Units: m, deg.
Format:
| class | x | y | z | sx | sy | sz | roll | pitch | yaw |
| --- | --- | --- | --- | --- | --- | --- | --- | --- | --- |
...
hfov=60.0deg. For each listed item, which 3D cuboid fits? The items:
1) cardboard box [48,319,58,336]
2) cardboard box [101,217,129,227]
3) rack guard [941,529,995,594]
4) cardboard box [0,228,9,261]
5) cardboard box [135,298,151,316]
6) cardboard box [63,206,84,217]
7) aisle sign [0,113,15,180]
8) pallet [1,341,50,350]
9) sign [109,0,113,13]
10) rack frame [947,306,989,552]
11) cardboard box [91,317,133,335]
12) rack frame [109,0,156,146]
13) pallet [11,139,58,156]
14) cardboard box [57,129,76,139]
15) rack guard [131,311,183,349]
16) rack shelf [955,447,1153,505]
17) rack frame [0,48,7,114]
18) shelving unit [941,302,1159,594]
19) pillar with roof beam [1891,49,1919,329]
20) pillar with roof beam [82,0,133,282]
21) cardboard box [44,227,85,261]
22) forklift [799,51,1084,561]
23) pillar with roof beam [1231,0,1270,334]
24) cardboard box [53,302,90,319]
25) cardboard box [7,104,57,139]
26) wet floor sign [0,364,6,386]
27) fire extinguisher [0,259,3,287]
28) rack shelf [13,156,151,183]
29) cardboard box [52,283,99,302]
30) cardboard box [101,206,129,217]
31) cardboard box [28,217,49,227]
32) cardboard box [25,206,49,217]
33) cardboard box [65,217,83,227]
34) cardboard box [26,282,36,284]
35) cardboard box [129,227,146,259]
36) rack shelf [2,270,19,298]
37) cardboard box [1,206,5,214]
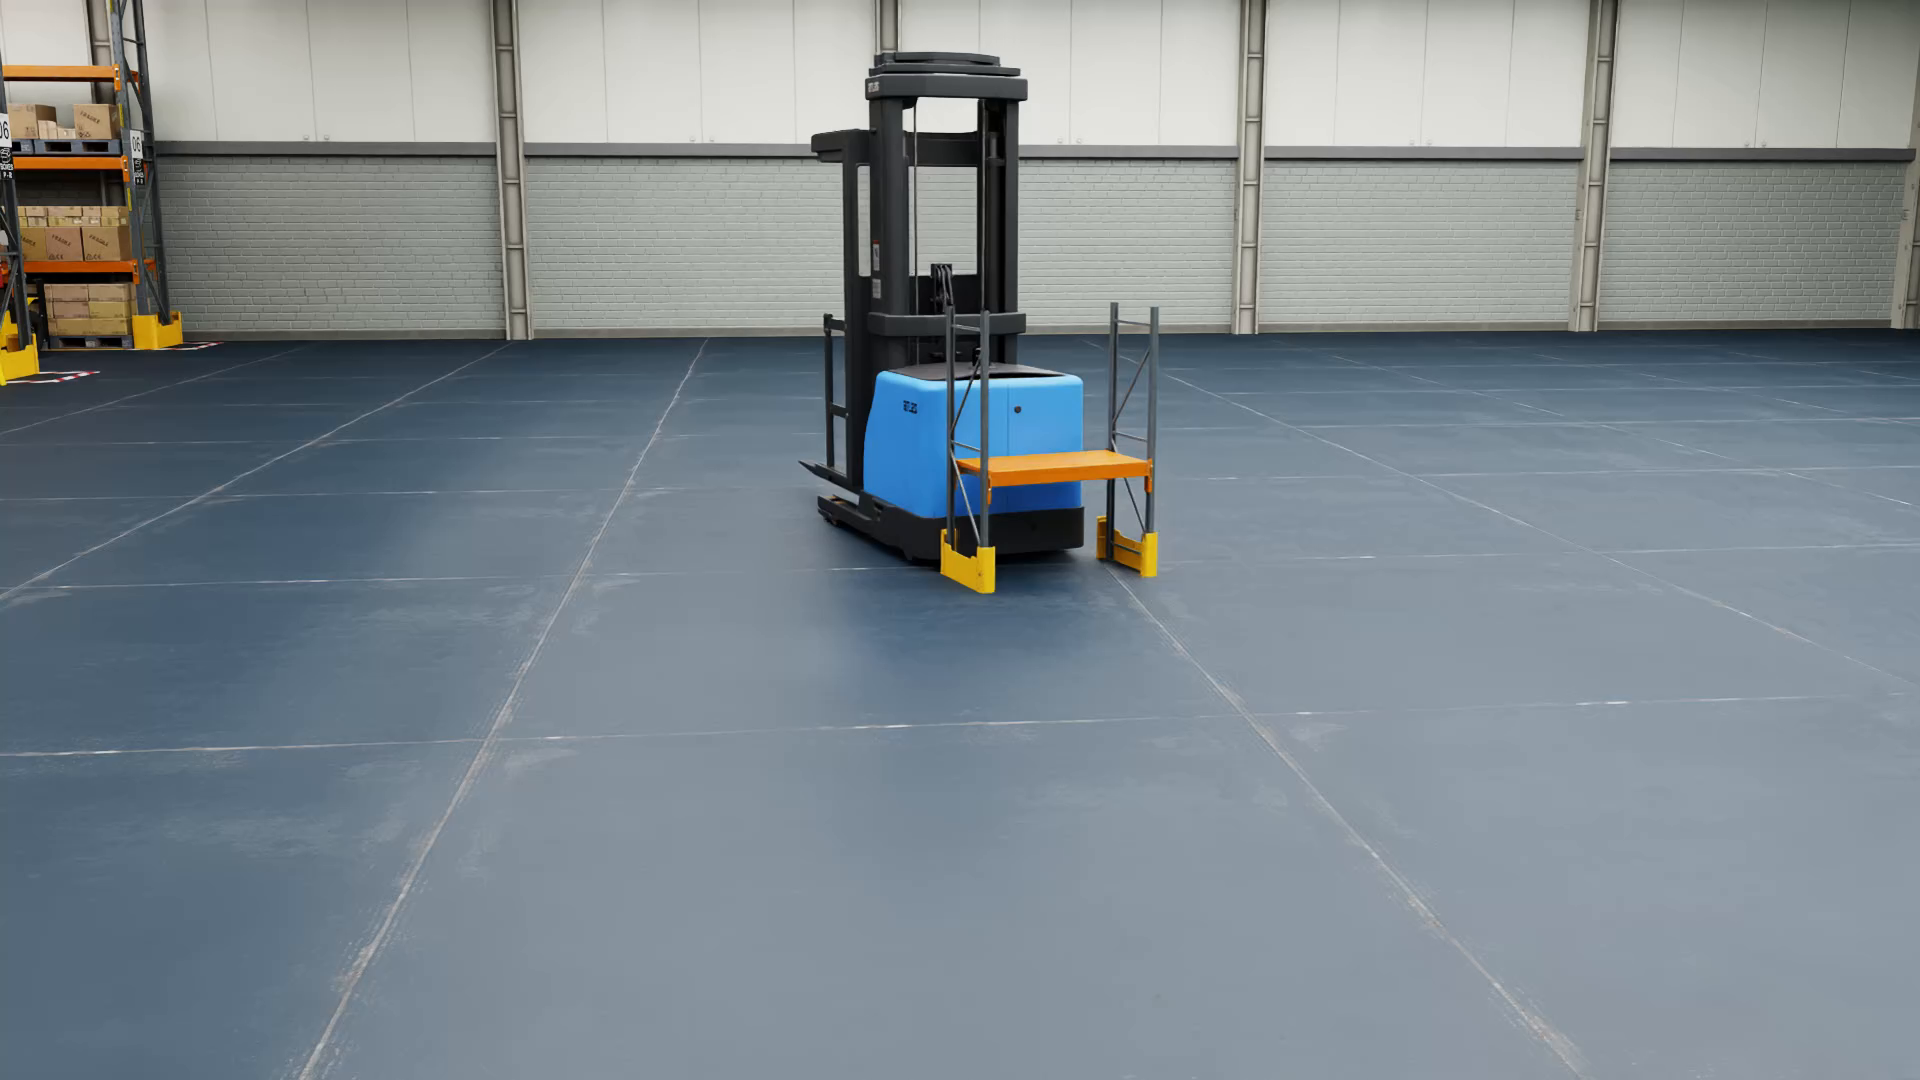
| class | x | y | z | sx | sy | sz | roll | pitch | yaw |
| --- | --- | --- | --- | --- | --- | --- | --- | --- | --- |
| cardboard box | -13.715 | -3.210 | 24.958 | 0.500 | 0.250 | 0.500 | -1 | 11 | -5 |
| cardboard box | -12.602 | -4.747 | 24.796 | 0.250 | 0.149 | 0.380 | -1 | 11 | -5 |
| rack guard | 0.040 | 0.113 | 9.144 | 0.087 | 0.250 | 0.587 | -5 | 12 | -23 |
| cardboard box | -14.274 | -4.396 | 24.696 | 0.500 | 0.500 | 0.500 | -1 | 11 | -6 |
| cardboard box | -12.778 | -3.573 | 25.508 | 0.500 | 0.250 | 0.500 | -1 | 11 | -5 |
| cardboard box | -13.120 | -4.884 | 24.723 | 0.250 | 0.149 | 0.380 | -1 | 11 | -5 |
| aisle sign | -11.720 | -4.825 | 20.395 | 0.004 | 0.787 | 0.394 | -1 | 11 | -6 |
| pallet | -14.254 | -3.023 | 25.199 | 1.213 | 0.211 | 1.003 | -1 | 11 | -6 |
| sign | -12.243 | -7.777 | 23.971 | 0.005 | 0.325 | 0.100 | -1 | 11 | -6 |
| rack frame | 0.039 | -0.500 | 9.022 | 0.032 | 1.500 | 0.500 | -5 | 12 | -23 |
| cardboard box | -12.721 | -3.227 | 25.045 | 0.500 | 0.250 | 0.500 | -1 | 11 | -6 |
| rack frame | -12.288 | -7.384 | 24.600 | 0.127 | 3.000 | 1.000 | -1 | 11 | -6 |
| pallet | -14.209 | -5.833 | 24.716 | 1.213 | 0.211 | 1.003 | -1 | 11 | -6 |
| cardboard box | -13.079 | -5.969 | 24.479 | 0.250 | 0.149 | 0.380 | -2 | 11 | -8 |
| rack guard | -12.264 | -3.214 | 25.422 | 0.348 | 0.500 | 1.175 | -1 | 11 | -6 |
| rack shelf | 0.505 | -0.363 | 9.256 | 1.000 | 0.185 | 0.538 | -5 | 12 | -23 |
| rack frame | -11.748 | -6.432 | 19.758 | 0.127 | 3.000 | 1.000 | -1 | 11 | -6 |
| shelving unit | 0.497 | -0.539 | 9.218 | 1.083 | 1.500 | 0.587 | -5 | 12 | -23 |
| pillar with roof beam | 17.212 | -7.342 | 24.385 | 0.400 | 9.000 | 9.100 | -1 | 11 | -6 |
| pillar with roof beam | -12.613 | -6.717 | 21.206 | 0.400 | 9.000 | 9.100 | -1 | 11 | -6 |
| cardboard box | -13.266 | -4.420 | 24.815 | 0.500 | 0.500 | 0.500 | -1 | 11 | -4 |
| forklift | -0.296 | -1.558 | 10.694 | 1.130 | 2.935 | 3.031 | -5 | 12 | -22 |
| pillar with roof beam | 5.282 | -7.092 | 23.113 | 0.400 | 9.000 | 9.100 | -1 | 11 | -6 |
| cardboard box | -13.238 | -3.464 | 24.956 | 0.500 | 0.250 | 0.500 | -1 | 11 | -7 |
| cardboard box | -13.731 | -6.158 | 24.534 | 0.500 | 0.500 | 0.700 | -1 | 11 | -6 |
| wet floor sign | -11.444 | -2.132 | 19.540 | 0.232 | 0.644 | 0.267 | 3 | 11 | 14 |
| fire extinguisher | -11.585 | -3.365 | 19.907 | 0.183 | 0.674 | 0.296 | -1 | 11 | -6 |
| rack shelf | -14.276 | -5.518 | 24.747 | 4.000 | 0.370 | 1.077 | -1 | 11 | -6 |
| cardboard box | -13.219 | -3.707 | 24.894 | 0.500 | 0.250 | 0.500 | -1 | 11 | -5 |
| cardboard box | -12.621 | -4.906 | 24.834 | 0.250 | 0.149 | 0.380 | -1 | 11 | -6 |
| cardboard box | -13.626 | -4.724 | 24.683 | 0.250 | 0.149 | 0.380 | -2 | 11 | -8 |
| cardboard box | -13.623 | -4.866 | 24.634 | 0.250 | 0.149 | 0.380 | -1 | 11 | -5 |
| cardboard box | -13.118 | -4.742 | 24.772 | 0.250 | 0.149 | 0.380 | -1 | 11 | -5 |
| cardboard box | -14.291 | -3.785 | 25.294 | 0.500 | 0.250 | 0.500 | -1 | 11 | -7 |
| cardboard box | -12.810 | -4.532 | 25.387 | 0.500 | 0.500 | 0.500 | -1 | 11 | -4 |
| rack shelf | -13.737 | -3.094 | 20.194 | 4.000 | 0.370 | 1.077 | -1 | 11 | -6 |
| cardboard box | -14.146 | -4.873 | 24.666 | 0.250 | 0.149 | 0.380 | -1 | 11 | -5 |
